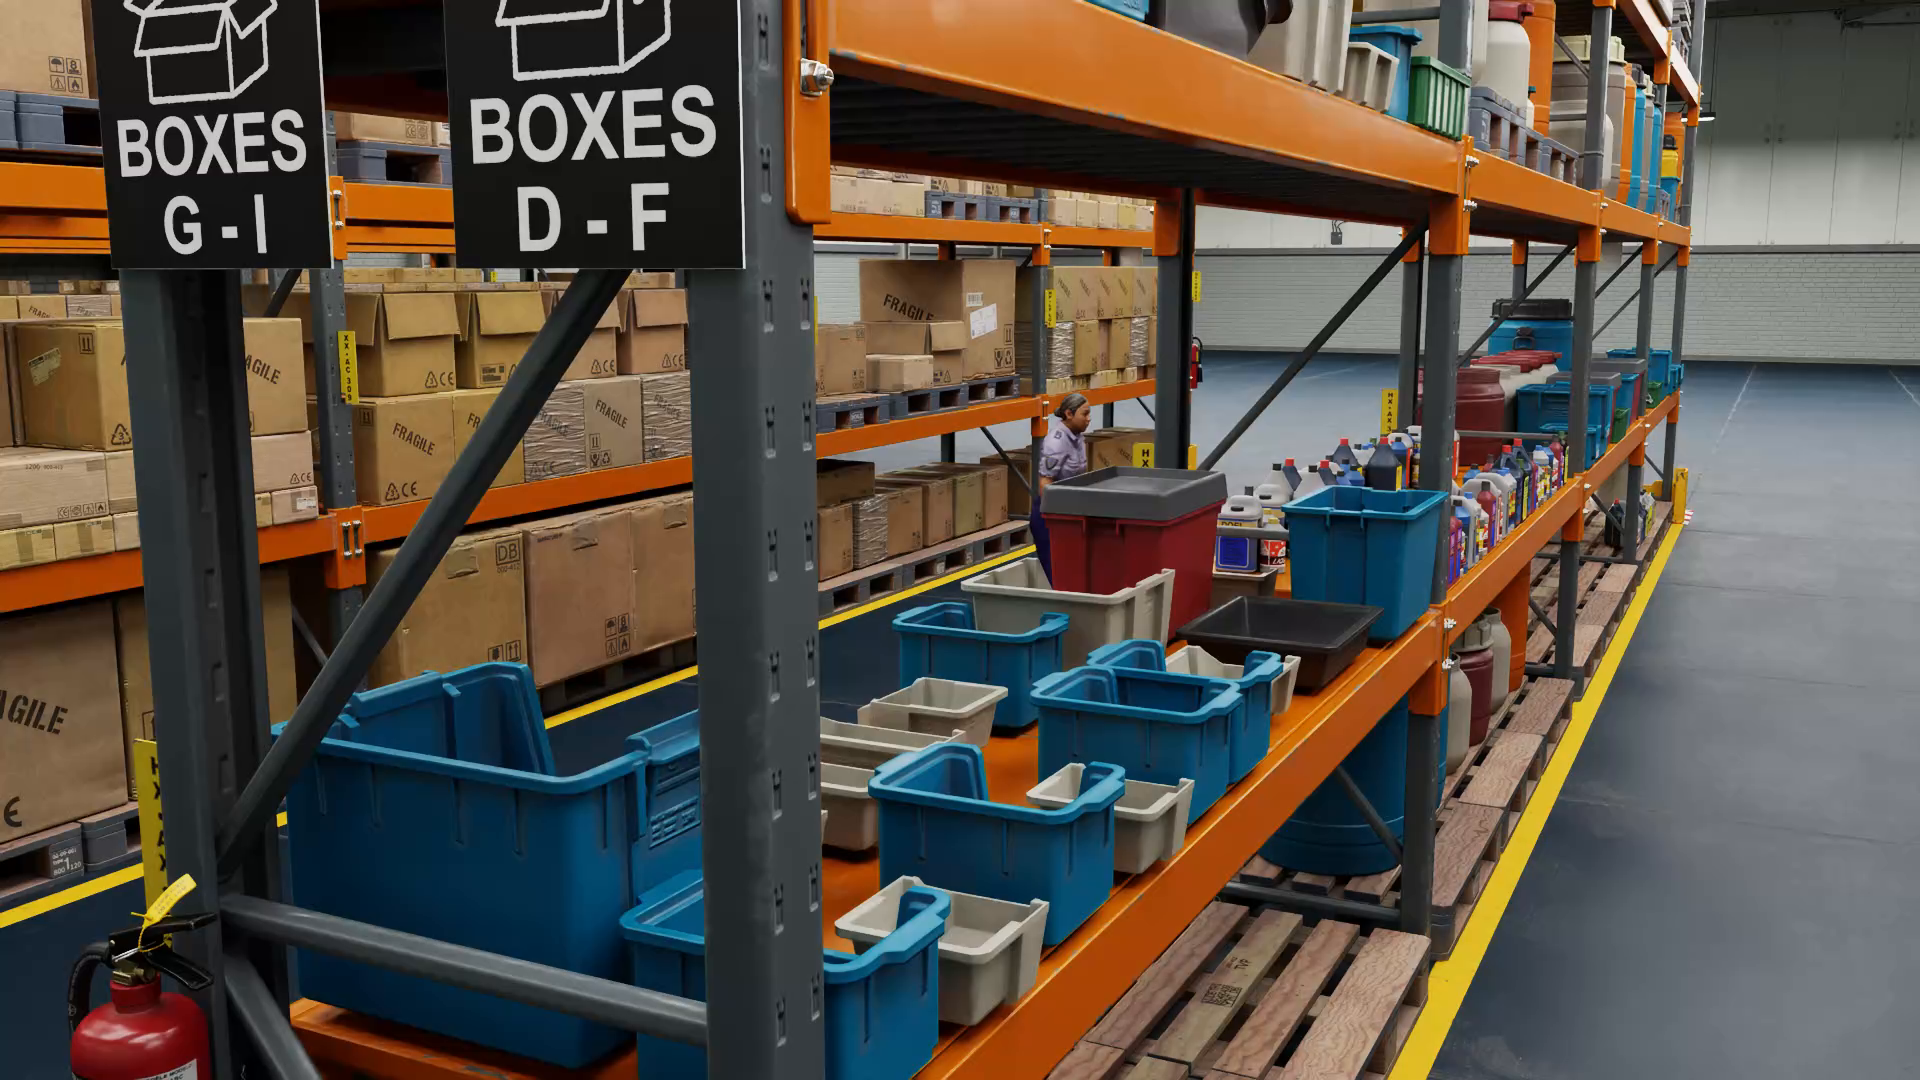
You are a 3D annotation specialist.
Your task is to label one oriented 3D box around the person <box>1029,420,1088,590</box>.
[{"bbox_3d":[0.654,-0.028,10.618,0.369,1.477,0.530,5,10,26],"label":"person"}]
